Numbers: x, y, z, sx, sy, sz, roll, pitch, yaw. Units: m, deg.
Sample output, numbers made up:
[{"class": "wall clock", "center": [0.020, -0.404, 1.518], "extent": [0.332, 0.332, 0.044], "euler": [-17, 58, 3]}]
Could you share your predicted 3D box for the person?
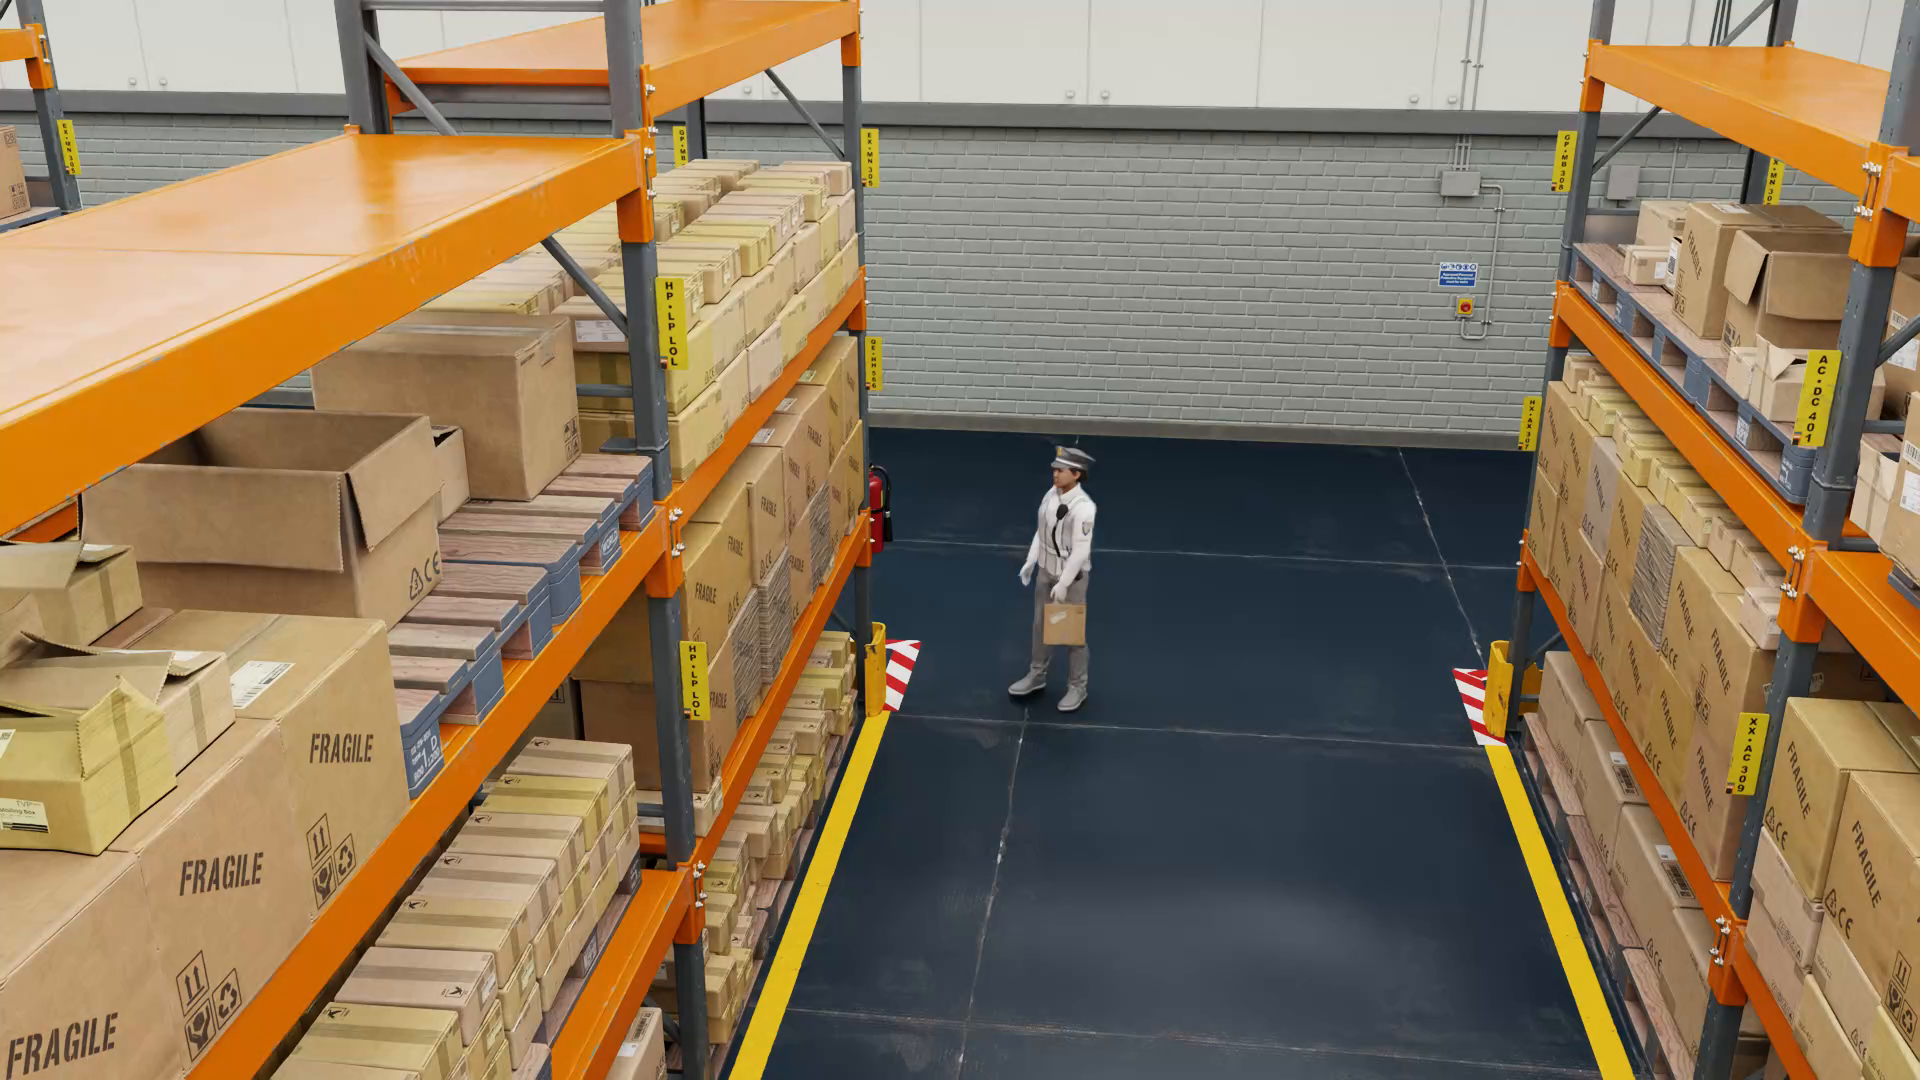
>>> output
[{"class": "person", "center": [0.597, 0.228, 10.407], "extent": [0.492, 1.699, 0.510], "euler": [-10, 24, -25]}]
